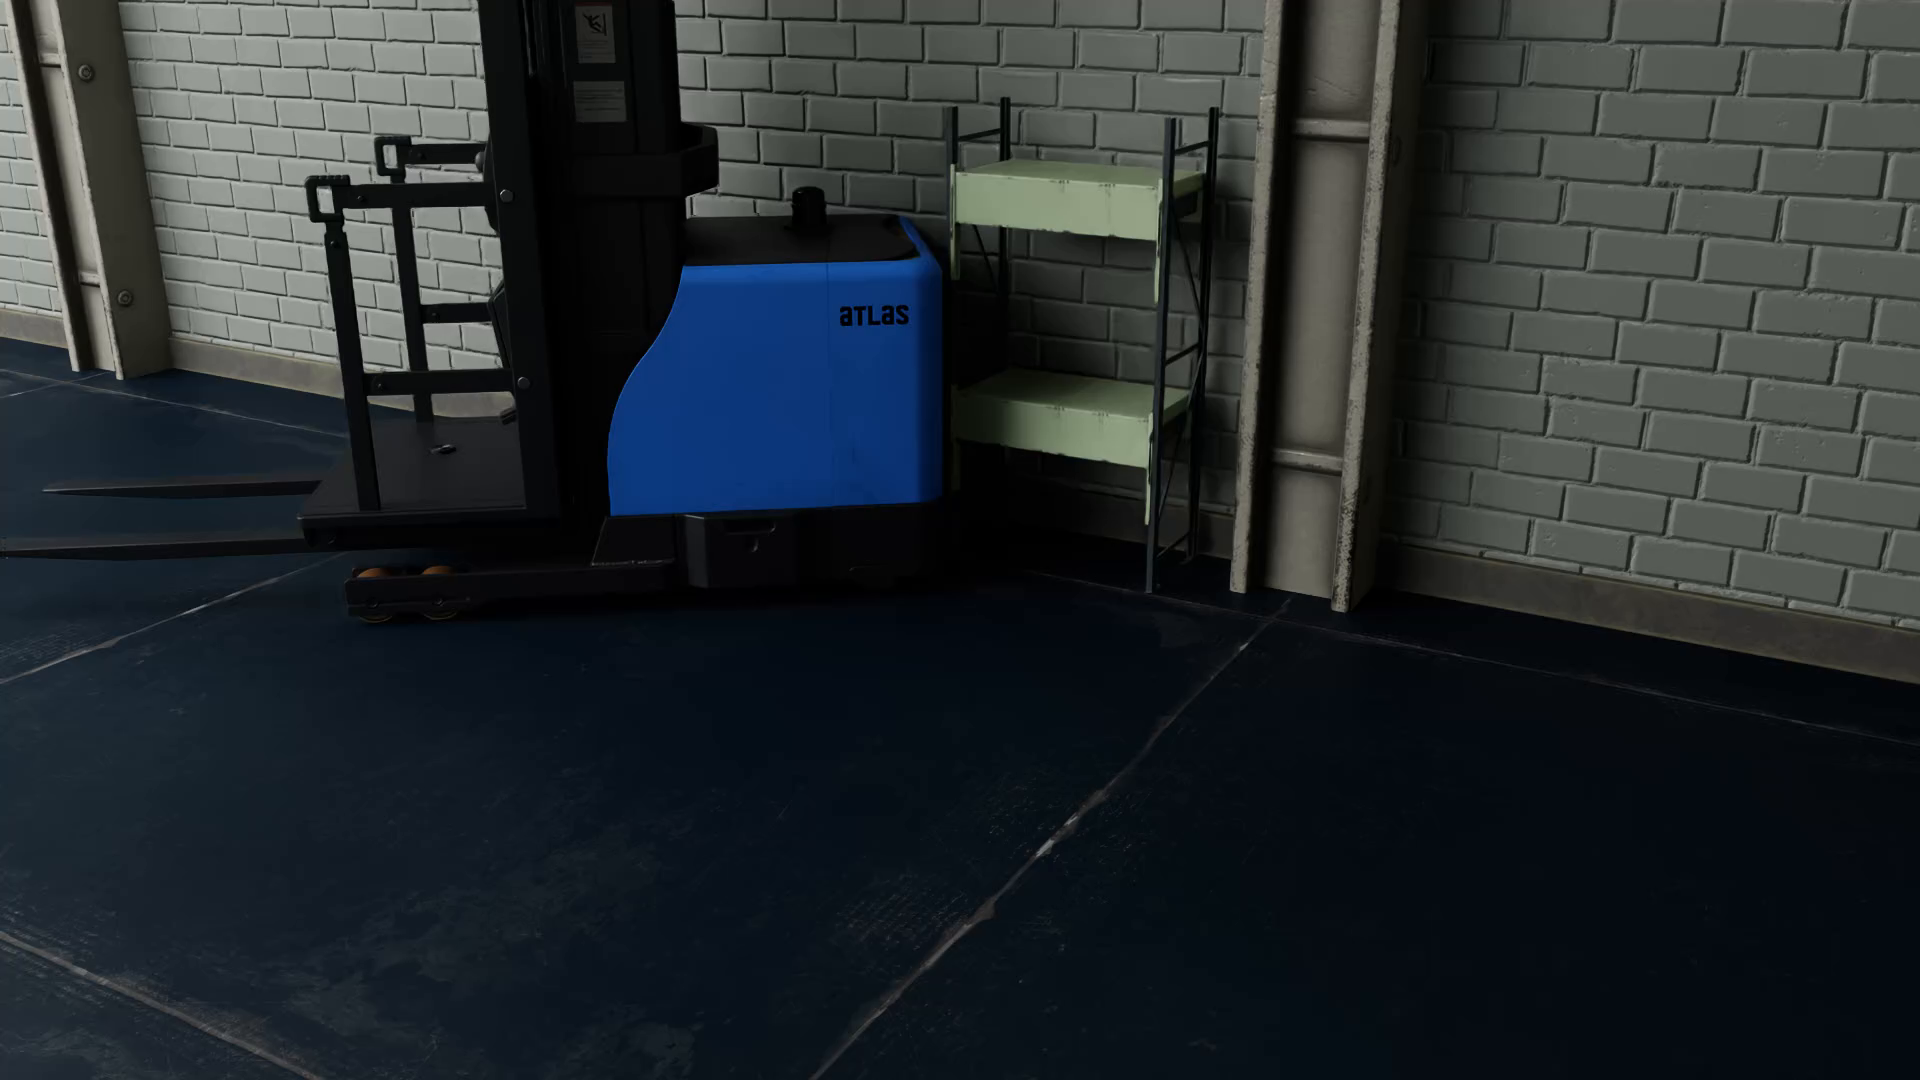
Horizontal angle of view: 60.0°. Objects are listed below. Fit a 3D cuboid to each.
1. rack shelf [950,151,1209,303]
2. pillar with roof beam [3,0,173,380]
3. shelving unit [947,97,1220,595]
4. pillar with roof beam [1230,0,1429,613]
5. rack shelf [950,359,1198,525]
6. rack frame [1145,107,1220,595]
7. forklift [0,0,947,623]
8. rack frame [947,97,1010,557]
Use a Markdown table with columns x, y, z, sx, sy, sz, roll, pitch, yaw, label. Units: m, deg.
| x | y | z | sx | sy | sz | roll | pitch | yaw | label |
| --- | --- | --- | --- | --- | --- | --- | --- | --- | --- |
| 0.384 | -1.014 | 5.317 | 0.720 | 0.370 | 0.431 | 11 | 22 | 27 | rack shelf |
| -6.213 | -3.795 | 3.131 | 0.400 | 9.000 | 9.100 | 11 | 23 | 27 | pillar with roof beam |
| 0.384 | -0.647 | 5.450 | 0.755 | 1.500 | 0.431 | 11 | 22 | 27 | shelving unit |
| -0.975 | -2.797 | 0.380 | 0.400 | 9.000 | 9.100 | 11 | 23 | 27 | pillar with roof beam |
| 0.384 | -0.341 | 5.560 | 0.720 | 0.370 | 0.431 | 11 | 22 | 27 | rack shelf |
| 0.705 | -0.588 | 5.285 | 0.023 | 1.500 | 0.400 | 11 | 22 | 27 | rack frame |
| -1.599 | -1.312 | 5.182 | 3.031 | 2.935 | 1.130 | -3 | 20 | -7 | forklift |
| 0.062 | -0.707 | 5.614 | 0.023 | 1.500 | 0.400 | 11 | 22 | 27 | rack frame |
